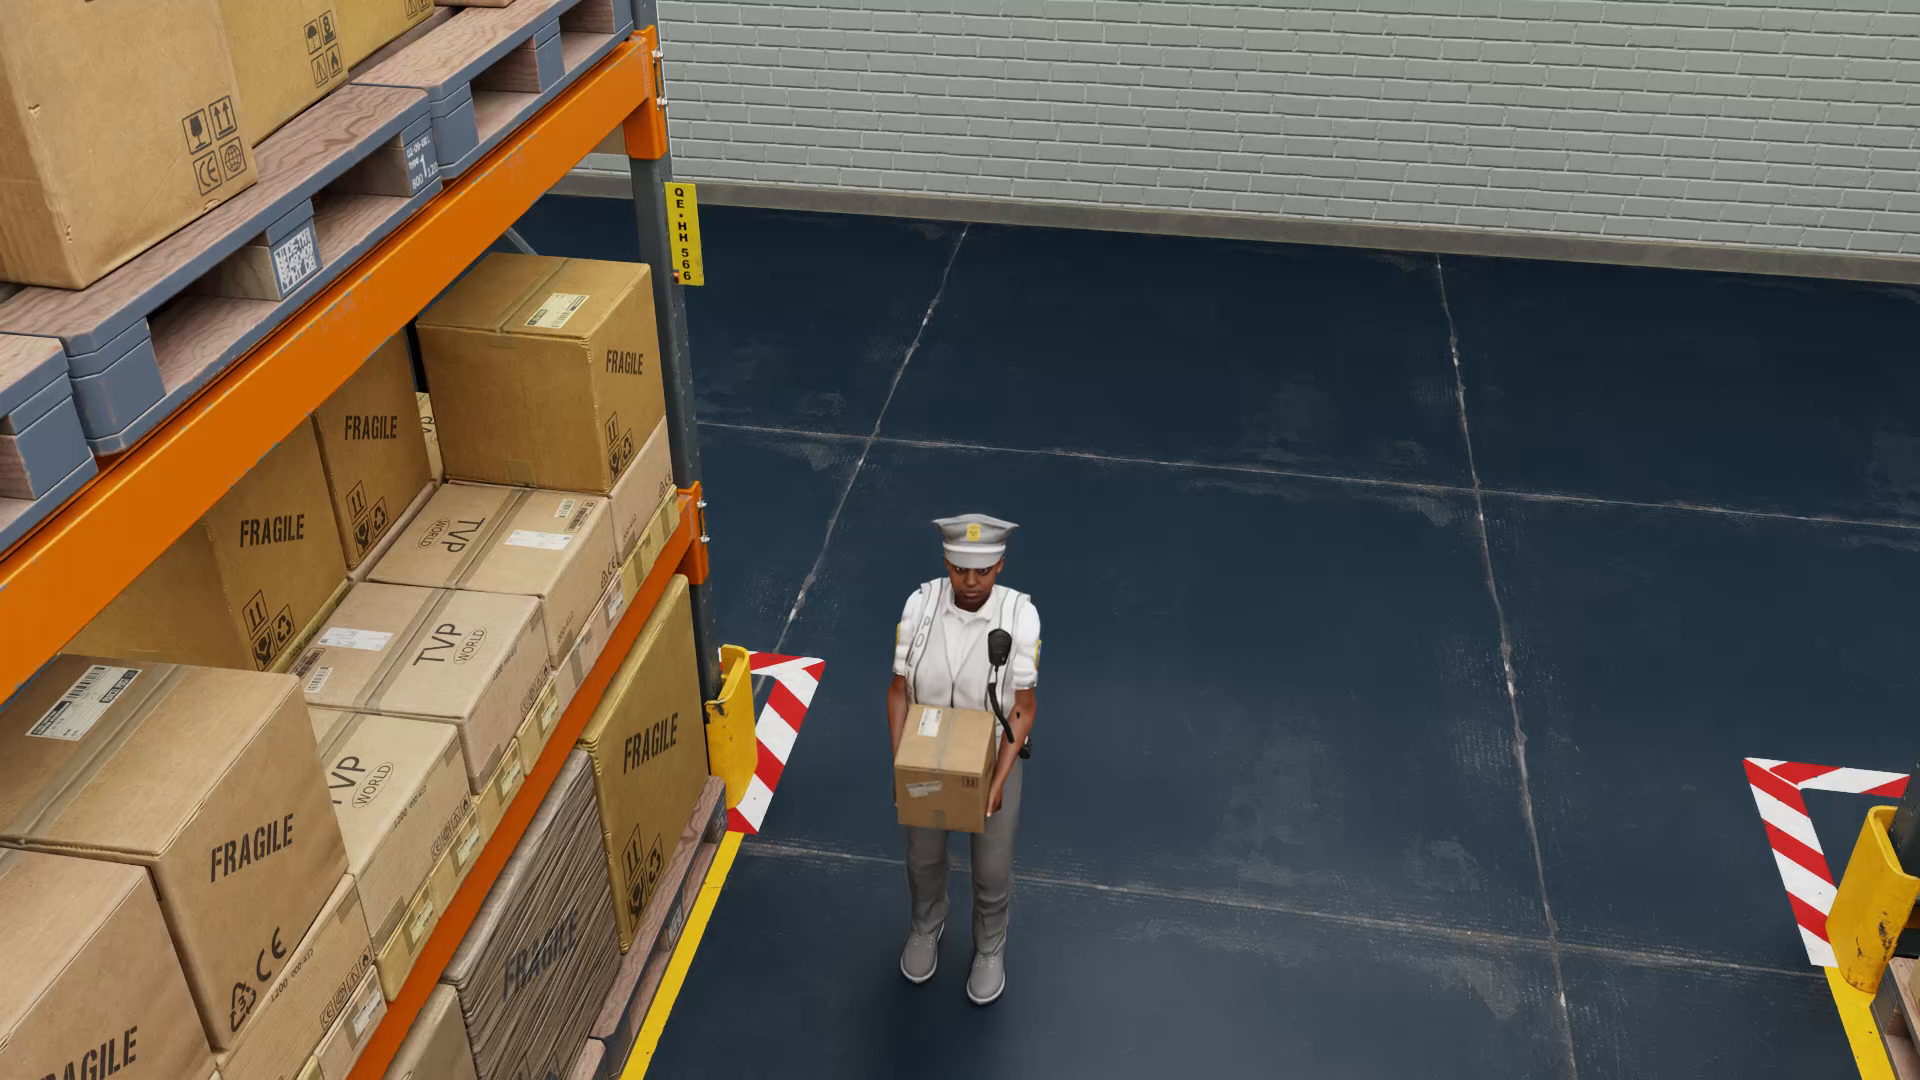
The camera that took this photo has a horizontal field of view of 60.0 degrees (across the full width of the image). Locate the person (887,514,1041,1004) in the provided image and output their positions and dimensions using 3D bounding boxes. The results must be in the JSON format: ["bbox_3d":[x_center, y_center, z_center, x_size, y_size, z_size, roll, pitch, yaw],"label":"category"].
[{"bbox_3d":[-0.002,0.695,5.028,0.449,1.684,0.528,5,33,8],"label":"person"}]
